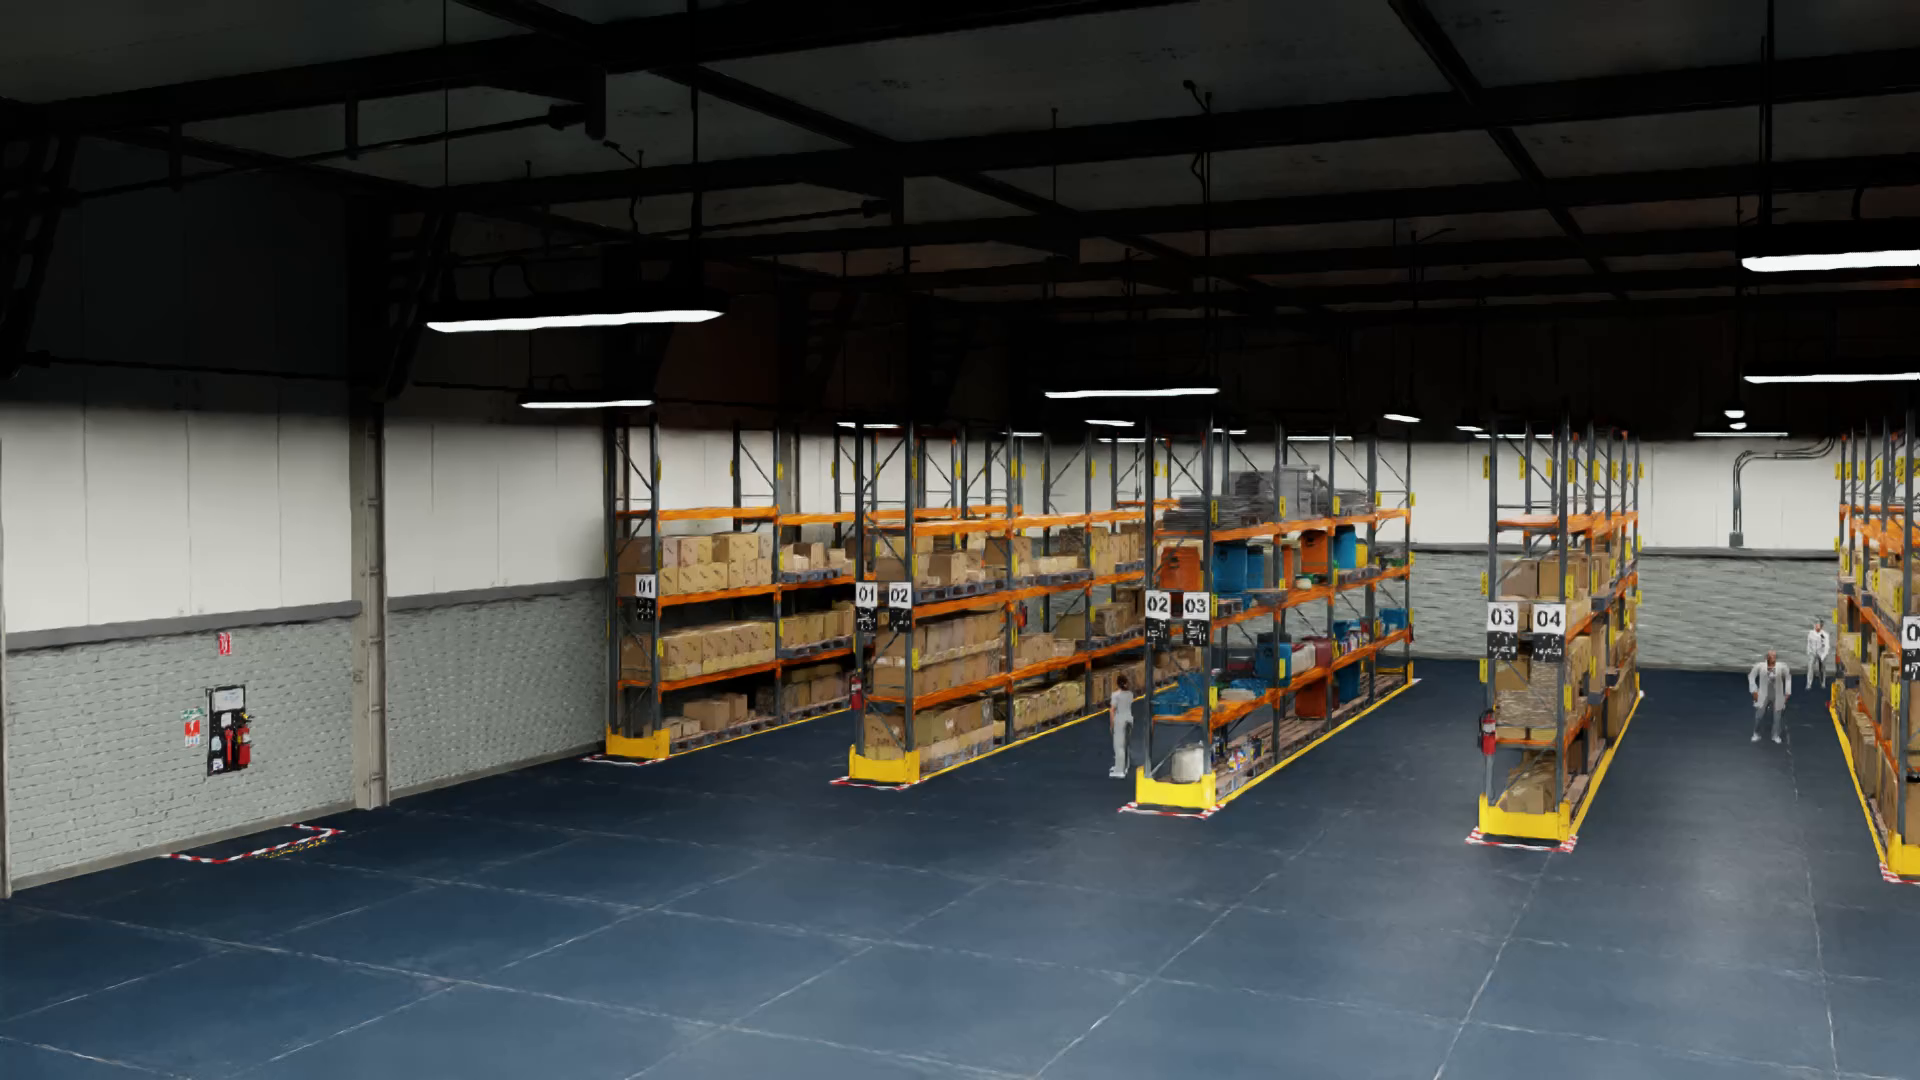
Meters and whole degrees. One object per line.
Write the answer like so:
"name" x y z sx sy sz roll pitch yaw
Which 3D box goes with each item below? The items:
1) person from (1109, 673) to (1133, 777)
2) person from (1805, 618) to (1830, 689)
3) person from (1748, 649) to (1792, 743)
"person" 2.607 3.007 27.181 0.486 1.674 0.481 -2 3 -35
"person" 19.541 2.579 37.864 0.484 1.620 0.986 2 3 35
"person" 14.863 2.856 30.524 0.729 1.733 0.538 1 3 24
